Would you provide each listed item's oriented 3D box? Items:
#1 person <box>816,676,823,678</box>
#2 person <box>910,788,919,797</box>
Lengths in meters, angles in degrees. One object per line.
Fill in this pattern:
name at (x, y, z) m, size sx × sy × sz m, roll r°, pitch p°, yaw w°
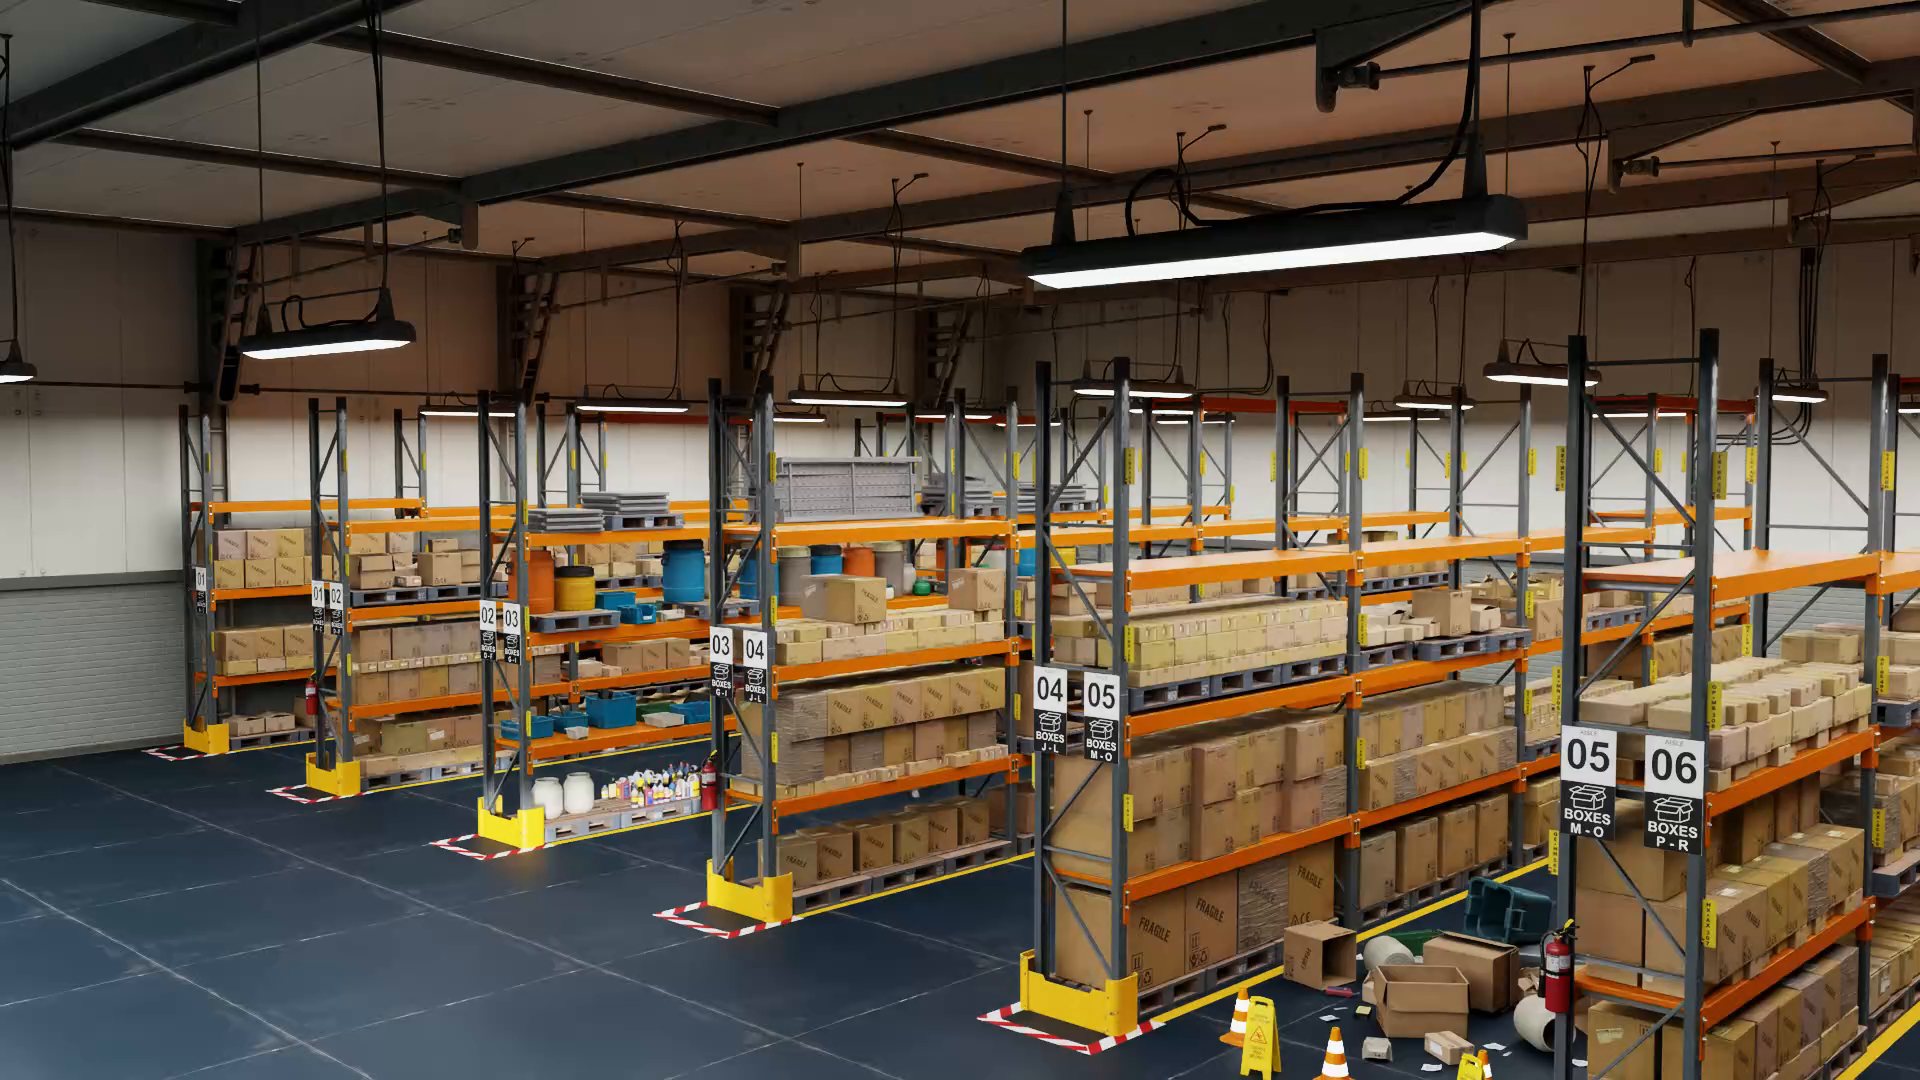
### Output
person at (-2.219, 2.791, 28.484) m, size 0.668 × 1.741 × 0.938 m, roll 3°, pitch 4°, yaw 42°
person at (-0.823, 3.115, 24.776) m, size 0.645 × 1.497 × 0.812 m, roll 1°, pitch 3°, yaw 15°
